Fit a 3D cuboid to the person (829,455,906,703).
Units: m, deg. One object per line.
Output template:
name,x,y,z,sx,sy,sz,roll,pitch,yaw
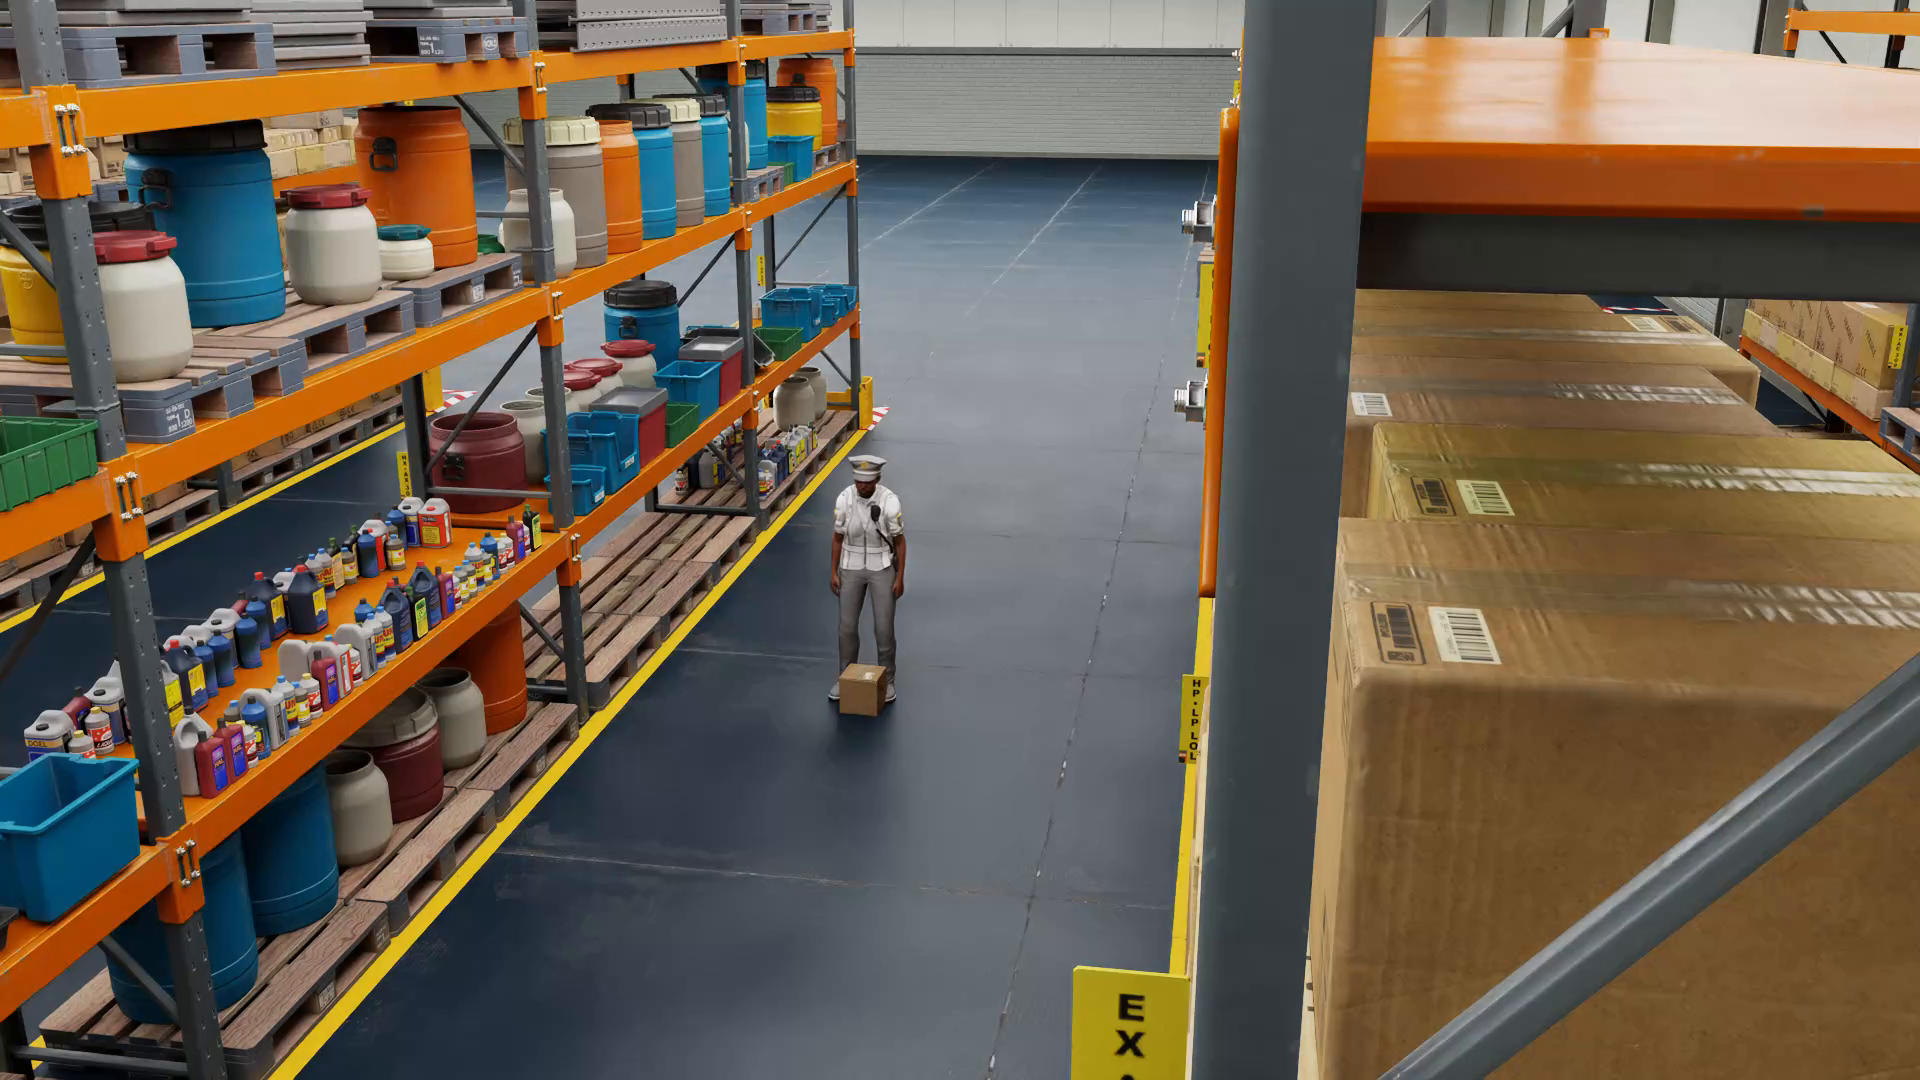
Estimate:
person,-0.605,0.234,10.836,0.506,1.658,0.393,3,18,9
